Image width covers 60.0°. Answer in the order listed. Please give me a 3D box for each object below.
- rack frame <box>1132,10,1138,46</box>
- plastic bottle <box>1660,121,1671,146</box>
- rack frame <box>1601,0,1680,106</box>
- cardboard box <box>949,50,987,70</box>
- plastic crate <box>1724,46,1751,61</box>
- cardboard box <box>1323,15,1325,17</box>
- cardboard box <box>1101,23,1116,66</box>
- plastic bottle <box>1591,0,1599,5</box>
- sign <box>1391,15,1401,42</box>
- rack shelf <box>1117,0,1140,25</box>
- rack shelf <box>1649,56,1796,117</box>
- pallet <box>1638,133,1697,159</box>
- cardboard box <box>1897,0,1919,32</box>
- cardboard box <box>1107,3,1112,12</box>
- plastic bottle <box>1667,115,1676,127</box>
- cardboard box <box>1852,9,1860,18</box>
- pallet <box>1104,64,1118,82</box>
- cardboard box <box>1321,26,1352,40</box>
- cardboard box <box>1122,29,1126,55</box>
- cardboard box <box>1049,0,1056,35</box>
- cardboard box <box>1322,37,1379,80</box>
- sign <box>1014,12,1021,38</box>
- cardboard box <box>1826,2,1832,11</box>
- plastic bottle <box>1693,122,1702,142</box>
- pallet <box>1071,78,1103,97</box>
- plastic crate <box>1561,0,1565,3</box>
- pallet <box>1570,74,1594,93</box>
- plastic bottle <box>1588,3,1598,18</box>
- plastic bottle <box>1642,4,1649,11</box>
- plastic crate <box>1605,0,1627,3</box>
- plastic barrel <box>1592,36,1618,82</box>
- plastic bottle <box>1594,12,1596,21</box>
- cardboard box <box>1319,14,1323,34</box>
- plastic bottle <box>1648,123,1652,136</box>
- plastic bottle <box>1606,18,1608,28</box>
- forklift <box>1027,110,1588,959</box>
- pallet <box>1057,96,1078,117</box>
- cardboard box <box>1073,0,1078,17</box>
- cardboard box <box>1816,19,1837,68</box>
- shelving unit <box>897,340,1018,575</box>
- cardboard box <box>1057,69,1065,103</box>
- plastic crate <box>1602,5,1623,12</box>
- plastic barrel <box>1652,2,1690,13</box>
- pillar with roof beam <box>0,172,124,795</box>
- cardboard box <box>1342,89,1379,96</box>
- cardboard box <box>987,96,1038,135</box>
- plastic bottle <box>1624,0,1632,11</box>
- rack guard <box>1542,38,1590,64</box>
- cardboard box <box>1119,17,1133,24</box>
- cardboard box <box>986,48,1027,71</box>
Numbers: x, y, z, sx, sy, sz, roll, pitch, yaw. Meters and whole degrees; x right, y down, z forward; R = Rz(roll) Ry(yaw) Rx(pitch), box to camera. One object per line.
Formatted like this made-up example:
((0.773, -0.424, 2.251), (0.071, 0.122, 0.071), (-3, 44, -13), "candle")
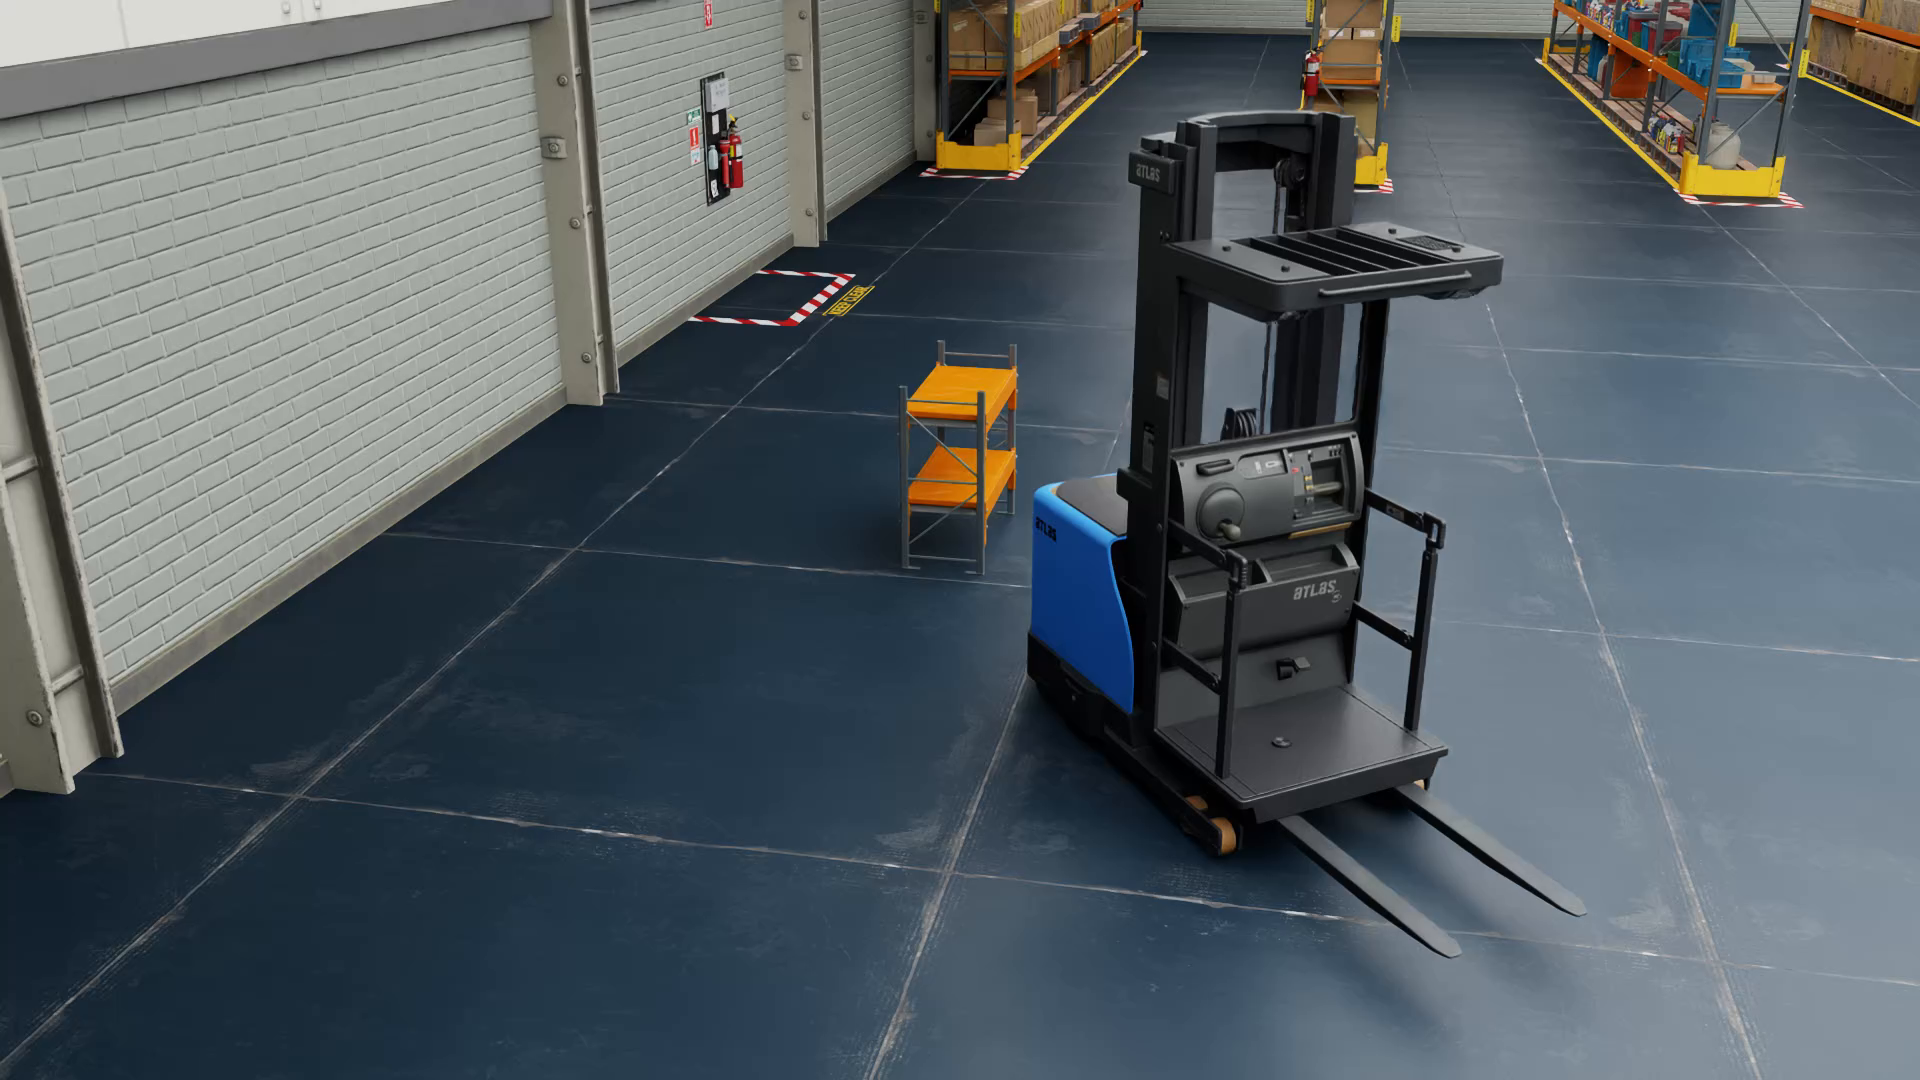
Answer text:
((3.505, -12.440, 37.226), (1.000, 3.000, 0.127), (4, 22, 11), "rack frame")
((10.059, -5.783, 23.654), (0.144, 0.351, 0.185), (4, 22, 10), "plastic bottle")
((11.571, -8.759, 28.086), (1.000, 3.000, 0.127), (4, 22, 11), "rack frame")
((0.146, -6.714, 23.182), (0.500, 0.250, 0.500), (5, 22, 12), "cardboard box")
((10.795, -6.801, 23.425), (0.499, 0.251, 0.616), (4, 22, 11), "plastic crate")
((5.350, -7.372, 23.640), (0.380, 0.149, 0.250), (4, 22, 10), "cardboard box")
((2.683, -9.927, 33.302), (0.750, 0.750, 0.750), (5, 22, 12), "cardboard box")
((11.990, -10.080, 31.433), (0.144, 0.351, 0.185), (4, 22, 11), "plastic bottle")
((5.633, -6.606, 21.475), (0.100, 0.325, 0.005), (4, 22, 11), "sign")
((3.097, -11.375, 35.544), (1.077, 0.370, 4.000), (4, 22, 11), "rack shelf")
((10.347, -6.231, 22.772), (1.077, 0.370, 4.000), (4, 22, 11), "rack shelf")
((10.577, -5.760, 24.373), (1.003, 0.211, 1.213), (4, 22, 11), "pallet")
((16.488, -8.999, 28.549), (0.500, 0.500, 0.500), (4, 22, 9), "cardboard box")
((2.775, -10.438, 32.565), (0.380, 0.149, 0.250), (4, 22, 11), "cardboard box")
((10.325, -5.997, 24.185), (0.144, 0.351, 0.185), (4, 22, 11), "plastic bottle")
((16.978, -9.864, 31.167), (0.380, 0.149, 0.250), (5, 22, 11), "cardboard box")
((2.605, -9.395, 33.400), (1.003, 0.211, 1.213), (4, 22, 11), "pallet")
((4.982, -6.713, 22.006), (0.380, 0.149, 0.250), (4, 22, 10), "cardboard box")
((3.154, -10.649, 35.563), (0.700, 0.500, 0.500), (5, 22, 12), "cardboard box")
((1.166, -7.959, 25.271), (0.500, 0.500, 0.500), (4, 22, 11), "cardboard box")
((5.198, -6.428, 22.165), (0.700, 0.500, 0.500), (4, 22, 11), "cardboard box")
((0.771, -6.948, 22.432), (0.100, 0.325, 0.005), (4, 22, 11), "sign")
((17.344, -10.523, 32.803), (0.380, 0.149, 0.250), (4, 22, 10), "cardboard box")
((10.716, -5.911, 24.072), (0.152, 0.276, 0.135), (4, 22, 11), "plastic bottle")
((2.107, -8.503, 31.184), (1.003, 0.211, 1.213), (4, 22, 11), "pallet")
((12.546, -11.166, 34.335), (0.250, 0.136, 0.298), (4, 22, 11), "plastic crate")
((12.189, -8.649, 31.546), (1.003, 0.211, 1.213), (4, 22, 11), "pallet")
((11.845, -9.890, 31.061), (0.152, 0.276, 0.135), (4, 22, 11), "plastic bottle")
((12.295, -9.435, 29.831), (0.144, 0.351, 0.185), (4, 22, 11), "plastic bottle")
((12.815, -10.586, 32.459), (0.402, 0.464, 0.583), (4, 22, 11), "plastic crate")
((12.115, -8.986, 30.898), (0.600, 0.901, 0.708), (4, 22, 11), "plastic barrel")
((11.681, -9.610, 30.466), (0.097, 0.201, 0.097), (0, 22, 0), "plastic bottle")
((6.351, -8.784, 28.268), (0.500, 0.311, 0.500), (4, 22, 10), "cardboard box")
((10.240, -6.082, 24.596), (0.097, 0.201, 0.097), (0, 22, 0), "plastic bottle")
((11.384, -9.079, 29.147), (0.097, 0.201, 0.097), (0, 22, 0), "plastic bottle")
((1.426, -0.208, 6.946), (1.130, 2.935, 3.031), (-10, 24, -23), "forklift")
((1.461, -7.490, 28.668), (1.003, 0.211, 1.213), (4, 22, 11), "pallet")
((1.699, -9.385, 28.919), (0.700, 0.500, 0.500), (2, 22, 6), "cardboard box")
((17.814, -9.943, 33.309), (0.875, 0.875, 0.875), (4, 22, 11), "cardboard box")
((0.001, -0.524, 10.150), (0.538, 1.125, 1.048), (4, 22, 11), "shelving unit")
((1.390, -7.742, 28.320), (0.700, 0.500, 0.500), (5, 22, 12), "cardboard box")
((12.622, -10.286, 32.152), (0.396, 0.136, 0.243), (4, 22, 11), "plastic crate")
((11.773, -8.629, 27.582), (0.600, 0.536, 0.708), (4, 22, 11), "plastic barrel")
((0.078, -2.782, 5.215), (9.100, 9.000, 0.400), (4, 22, 11), "pillar with roof beam")
((5.726, -6.207, 23.864), (0.500, 0.500, 0.500), (4, 22, 11), "cardboard box")
((0.784, -6.352, 24.867), (0.700, 0.500, 0.500), (3, 22, 8), "cardboard box")
((12.341, -9.781, 30.690), (0.144, 0.351, 0.185), (4, 22, 11), "plastic bottle")
((13.196, -10.535, 35.842), (1.175, 0.500, 0.348), (4, 22, 11), "rack guard")
((3.612, -11.451, 36.688), (0.380, 0.149, 0.250), (4, 22, 10), "cardboard box")
((0.651, -6.682, 23.104), (0.500, 0.250, 0.500), (4, 22, 9), "cardboard box")
